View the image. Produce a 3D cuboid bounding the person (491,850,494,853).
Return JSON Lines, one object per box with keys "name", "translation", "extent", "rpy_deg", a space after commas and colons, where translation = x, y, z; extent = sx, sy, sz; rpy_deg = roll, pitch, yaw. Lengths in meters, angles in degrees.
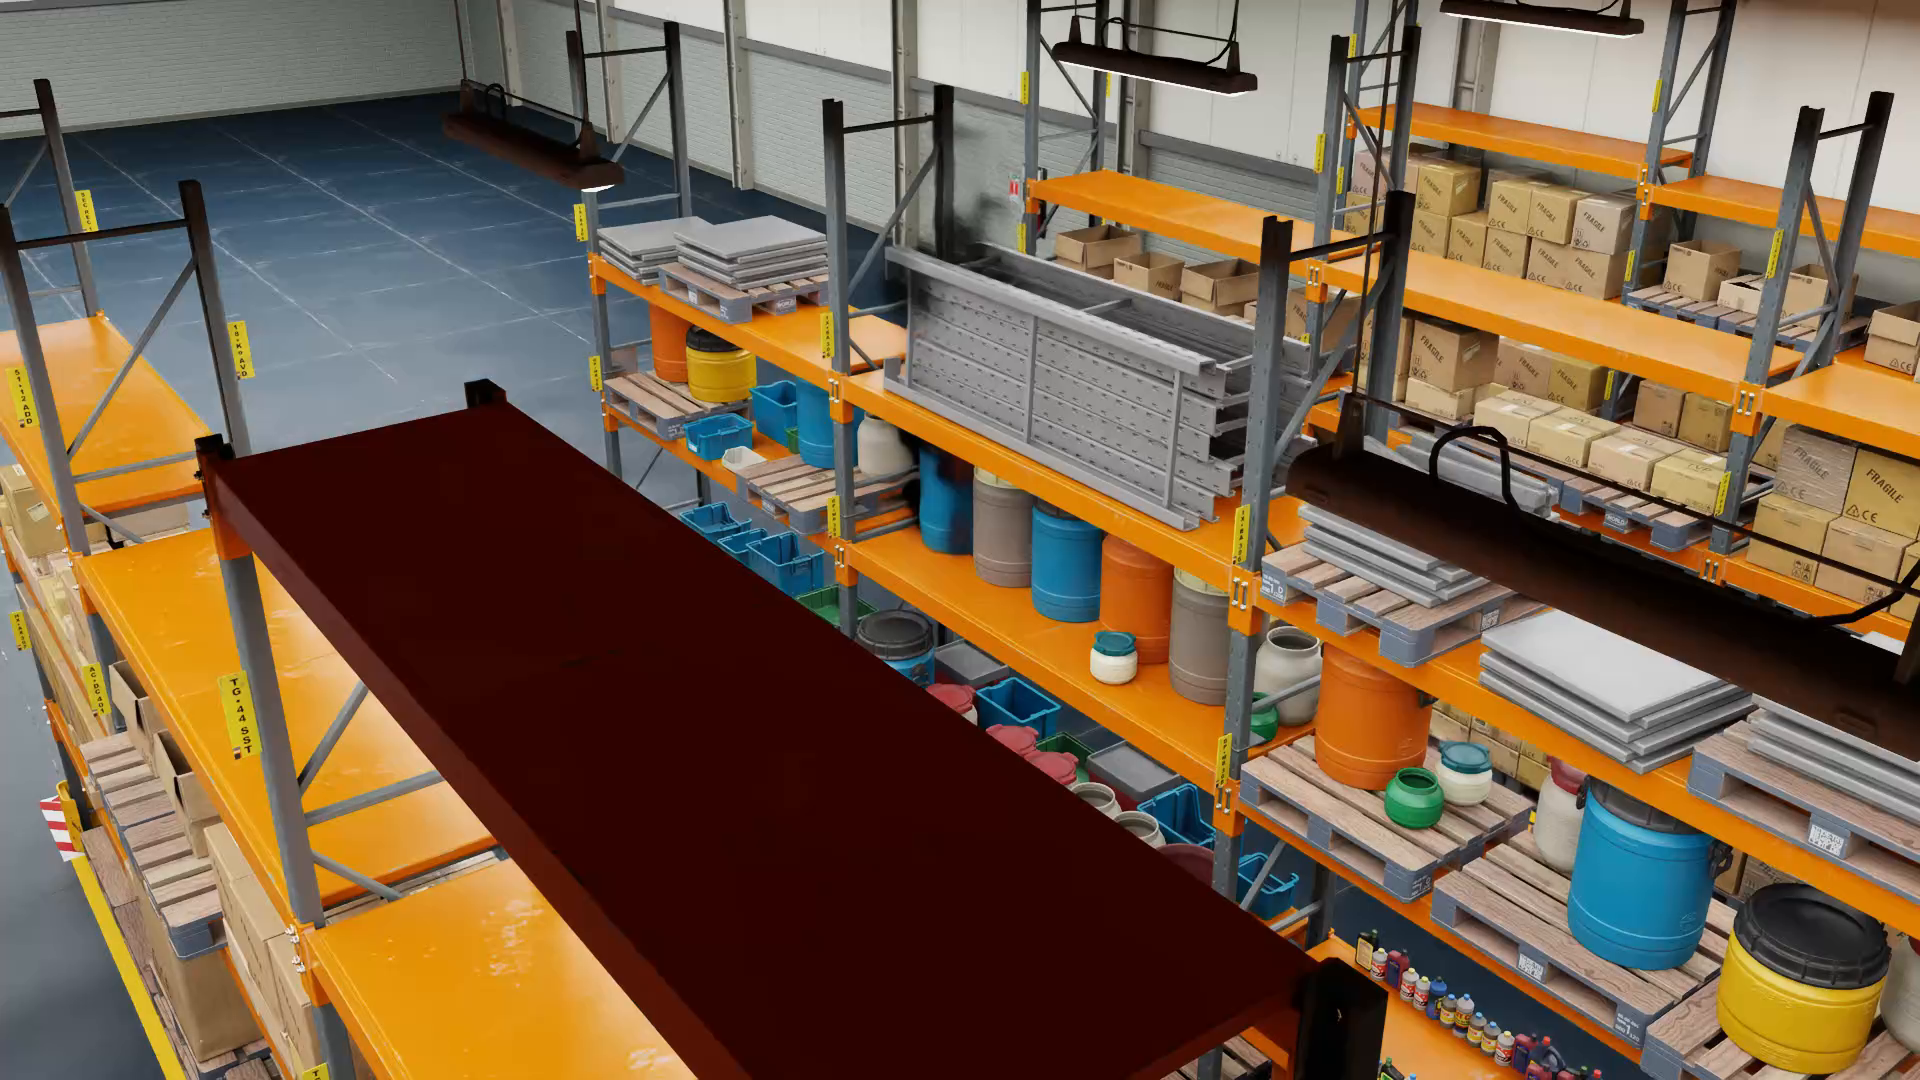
{"name": "person", "translation": [-3.563, 1.999, 11.935], "extent": [0.684, 1.828, 0.694], "rpy_deg": [-17, 30, -32]}
